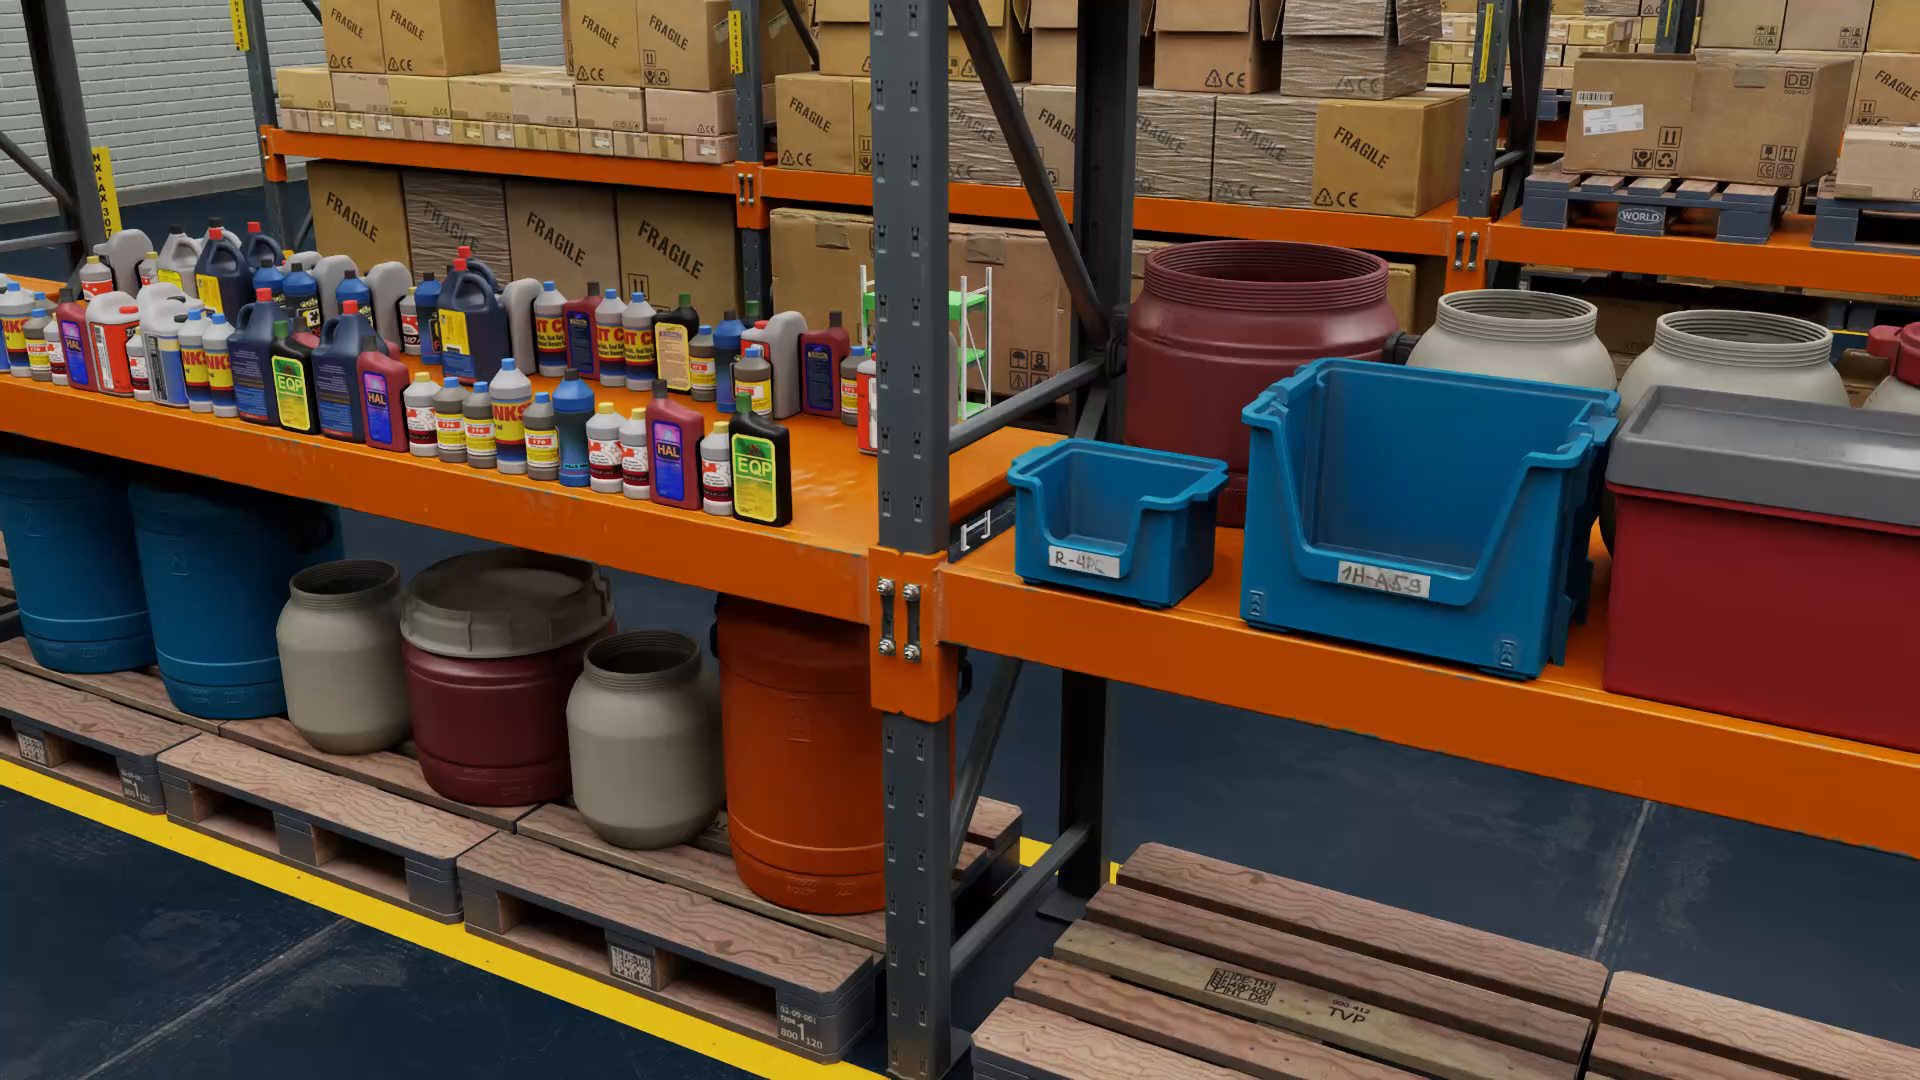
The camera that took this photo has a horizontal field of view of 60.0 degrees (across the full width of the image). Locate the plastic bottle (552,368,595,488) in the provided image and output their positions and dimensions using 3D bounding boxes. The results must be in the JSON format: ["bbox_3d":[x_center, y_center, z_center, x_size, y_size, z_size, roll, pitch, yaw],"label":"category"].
[{"bbox_3d":[-0.899,-0.267,3.890,0.097,0.271,0.097,0,20,0],"label":"plastic bottle"}]

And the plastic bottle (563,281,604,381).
[{"bbox_3d":[-1.081,-0.611,4.821,0.133,0.283,0.061,11,23,27],"label":"plastic bottle"}]

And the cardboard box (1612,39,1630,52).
[{"bbox_3d":[4.724,-3.585,12.166,0.250,0.149,0.380,12,23,30],"label":"cardboard box"}]

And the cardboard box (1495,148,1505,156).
[{"bbox_3d":[4.121,-2.872,12.833,0.500,0.250,0.500,10,22,27],"label":"cardboard box"}]

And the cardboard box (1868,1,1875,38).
[{"bbox_3d":[8.112,-4.872,15.199,0.500,0.500,0.500,12,23,30],"label":"cardboard box"}]

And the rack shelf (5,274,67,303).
[{"bbox_3d":[-5.113,-0.951,6.643,4.000,0.370,1.077,11,23,27],"label":"rack shelf"}]

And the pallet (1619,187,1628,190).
[{"bbox_3d":[6.722,-3.559,16.867,1.213,0.211,1.003,11,23,27],"label":"pallet"}]

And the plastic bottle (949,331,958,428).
[{"bbox_3d":[-0.095,-0.401,4.255,0.135,0.276,0.152,11,23,27],"label":"plastic bottle"}]

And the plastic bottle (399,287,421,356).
[{"bbox_3d":[-1.671,-0.677,5.125,0.097,0.201,0.097,0,20,0],"label":"plastic bottle"}]

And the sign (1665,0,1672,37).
[{"bbox_3d":[4.792,-3.570,11.225,0.005,0.325,0.100,11,23,27],"label":"sign"}]

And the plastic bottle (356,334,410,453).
[{"bbox_3d":[-1.434,-0.367,4.149,0.133,0.283,0.061,11,23,27],"label":"plastic bottle"}]

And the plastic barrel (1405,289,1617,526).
[{"bbox_3d":[1.128,-0.237,3.454,0.421,0.512,0.421,0,20,0],"label":"plastic barrel"}]

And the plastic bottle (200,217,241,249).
[{"bbox_3d":[-2.405,-0.878,5.459,0.185,0.351,0.144,11,23,27],"label":"plastic bottle"}]

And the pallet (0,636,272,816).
[{"bbox_3d":[-2.713,0.495,5.691,1.213,0.211,1.003,11,23,27],"label":"pallet"}]

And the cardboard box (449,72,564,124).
[{"bbox_3d":[-2.804,-2.751,10.334,0.500,0.250,0.500,10,22,26],"label":"cardboard box"}]

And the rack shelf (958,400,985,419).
[{"bbox_3d":[-0.144,-0.532,7.258,0.480,0.148,0.258,11,23,27],"label":"rack shelf"}]

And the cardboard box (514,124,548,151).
[{"bbox_3d":[-2.499,-2.480,10.171,0.250,0.149,0.380,10,22,26],"label":"cardboard box"}]

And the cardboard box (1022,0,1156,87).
[{"bbox_3d":[0.754,-2.630,8.598,0.637,0.503,0.797,12,23,29],"label":"cardboard box"}]

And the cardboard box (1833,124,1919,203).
[{"bbox_3d":[3.892,-1.546,6.831,0.500,0.250,0.500,10,22,26],"label":"cardboard box"}]

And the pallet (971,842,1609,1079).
[{"bbox_3d":[0.783,1.160,3.858,1.213,0.211,1.003,11,23,27],"label":"pallet"}]

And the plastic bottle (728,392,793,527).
[{"bbox_3d":[-0.436,-0.177,3.625,0.133,0.283,0.061,11,23,27],"label":"plastic bottle"}]

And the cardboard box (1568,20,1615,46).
[{"bbox_3d":[4.397,-3.530,11.577,0.250,0.149,0.380,10,22,25],"label":"cardboard box"}]

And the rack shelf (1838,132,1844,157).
[{"bbox_3d":[6.794,-2.555,11.065,4.000,0.370,1.077,11,23,27],"label":"rack shelf"}]

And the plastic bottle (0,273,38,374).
[{"bbox_3d":[-2.829,-0.647,4.932,0.135,0.276,0.152,11,23,27],"label":"plastic bottle"}]

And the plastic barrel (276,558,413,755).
[{"bbox_3d":[-1.832,0.349,5.036,0.421,0.512,0.421,0,20,0],"label":"plastic barrel"}]

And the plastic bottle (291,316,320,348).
[{"bbox_3d":[-1.682,-0.438,4.345,0.133,0.283,0.061,11,23,27],"label":"plastic bottle"}]

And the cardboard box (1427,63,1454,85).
[{"bbox_3d":[3.501,-3.422,12.151,0.250,0.149,0.380,10,22,25],"label":"cardboard box"}]

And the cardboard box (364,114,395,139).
[{"bbox_3d":[-3.618,-2.693,10.759,0.250,0.149,0.380,10,22,26],"label":"cardboard box"}]

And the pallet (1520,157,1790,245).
[{"bbox_3d":[3.215,-1.589,7.628,1.003,0.211,1.213,11,23,27],"label":"pallet"}]

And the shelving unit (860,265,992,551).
[{"bbox_3d":[-0.144,-0.592,7.236,0.503,1.200,0.258,11,23,27],"label":"shelving unit"}]

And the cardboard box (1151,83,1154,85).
[{"bbox_3d":[0.914,-2.228,8.961,0.500,0.500,0.500,11,23,27],"label":"cardboard box"}]

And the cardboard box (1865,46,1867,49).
[{"bbox_3d":[6.007,-3.194,11.626,0.500,0.500,0.500,11,23,27],"label":"cardboard box"}]

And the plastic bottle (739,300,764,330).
[{"bbox_3d":[-0.593,-0.518,4.564,0.133,0.283,0.061,11,23,27],"label":"plastic bottle"}]

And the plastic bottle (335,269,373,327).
[{"bbox_3d":[-1.830,-0.681,5.033,0.097,0.271,0.097,0,20,0],"label":"plastic bottle"}]

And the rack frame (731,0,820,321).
[{"bbox_3d":[-0.951,-2.431,9.668,0.127,3.000,1.000,11,23,27],"label":"rack frame"}]

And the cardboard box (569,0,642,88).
[{"bbox_3d":[-1.918,-2.934,9.740,0.500,0.500,0.500,11,23,28],"label":"cardboard box"}]

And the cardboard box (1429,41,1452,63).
[{"bbox_3d":[3.496,-3.562,12.103,0.250,0.149,0.380,11,22,27],"label":"cardboard box"}]

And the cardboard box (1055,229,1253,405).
[{"bbox_3d":[1.174,-1.236,8.874,0.875,0.875,1.225,11,23,27],"label":"cardboard box"}]

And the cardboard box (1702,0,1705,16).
[{"bbox_3d":[7.063,-5.388,16.207,0.500,0.500,0.500,10,22,26],"label":"cardboard box"}]

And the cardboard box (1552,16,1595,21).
[{"bbox_3d":[4.503,-3.763,12.221,0.250,0.149,0.380,10,22,26],"label":"cardboard box"}]

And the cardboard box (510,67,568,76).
[{"bbox_3d":[-2.547,-2.910,10.771,0.500,0.250,0.500,11,23,27],"label":"cardboard box"}]

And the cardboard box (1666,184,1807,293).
[{"bbox_3d":[5.536,-2.238,11.818,0.750,0.750,1.050,10,22,27],"label":"cardboard box"}]

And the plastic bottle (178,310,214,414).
[{"bbox_3d":[-2.050,-0.486,4.494,0.097,0.271,0.097,0,20,0],"label":"plastic bottle"}]

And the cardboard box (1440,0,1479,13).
[{"bbox_3d":[5.020,-5.579,16.734,0.500,0.500,0.500,10,22,26],"label":"cardboard box"}]

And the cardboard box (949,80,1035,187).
[{"bbox_3d":[0.205,-2.161,8.776,0.500,0.500,0.500,10,22,26],"label":"cardboard box"}]

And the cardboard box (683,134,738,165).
[{"bbox_3d":[-1.377,-2.266,9.582,0.250,0.149,0.380,11,23,28],"label":"cardboard box"}]

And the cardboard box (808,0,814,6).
[{"bbox_3d":[-1.230,-4.977,14.639,0.500,0.500,0.500,12,23,29],"label":"cardboard box"}]

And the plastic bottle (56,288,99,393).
[{"bbox_3d":[-2.479,-0.566,4.698,0.133,0.283,0.061,11,23,27],"label":"plastic bottle"}]

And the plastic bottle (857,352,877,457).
[{"bbox_3d":[-0.169,-0.356,4.130,0.135,0.276,0.152,11,23,27],"label":"plastic bottle"}]

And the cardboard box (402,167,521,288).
[{"bbox_3d":[-3.051,-2.061,11.148,0.875,0.875,0.875,11,23,27],"label":"cardboard box"}]
